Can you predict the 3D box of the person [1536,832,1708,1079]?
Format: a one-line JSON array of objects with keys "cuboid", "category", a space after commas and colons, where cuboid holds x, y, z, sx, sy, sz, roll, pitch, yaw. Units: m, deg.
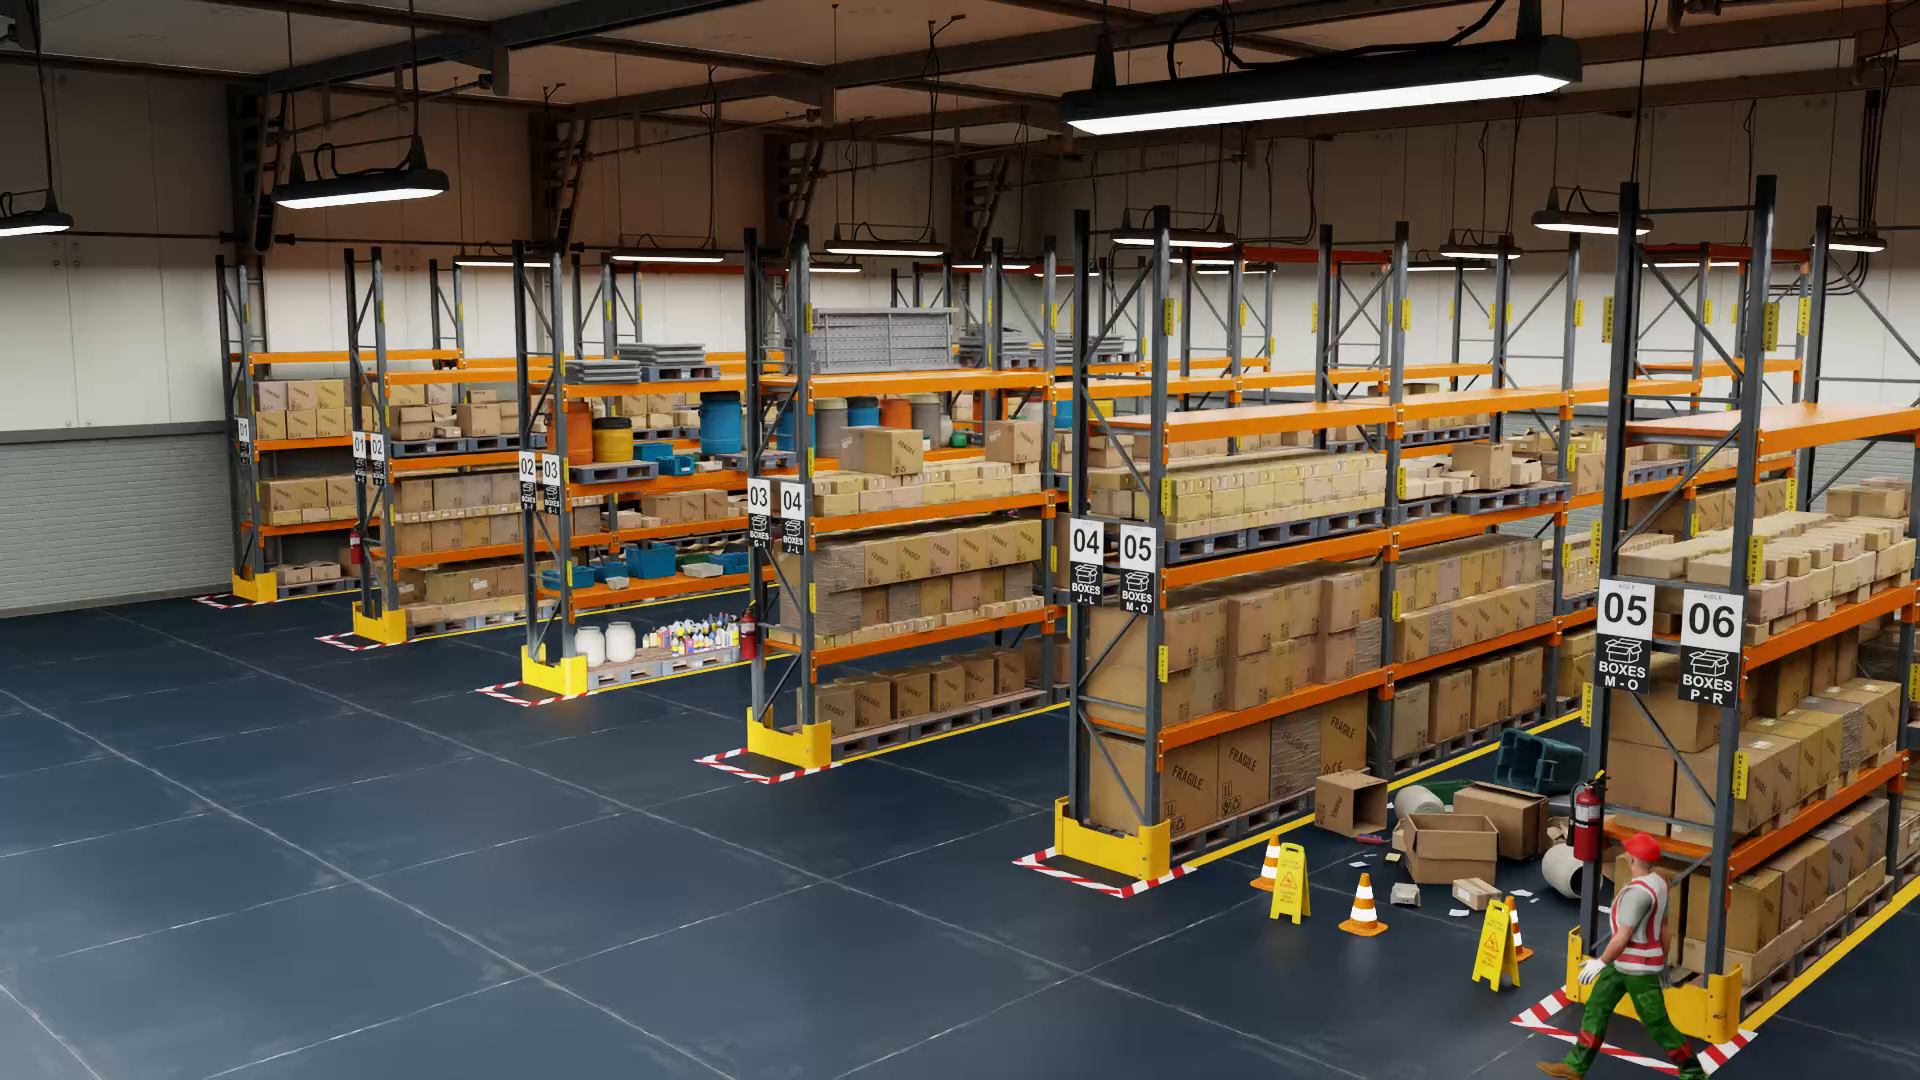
[{"cuboid": [4.371, 2.774, 10.876, 1.055, 1.745, 0.492, 2, 8, 12], "category": "person"}]
